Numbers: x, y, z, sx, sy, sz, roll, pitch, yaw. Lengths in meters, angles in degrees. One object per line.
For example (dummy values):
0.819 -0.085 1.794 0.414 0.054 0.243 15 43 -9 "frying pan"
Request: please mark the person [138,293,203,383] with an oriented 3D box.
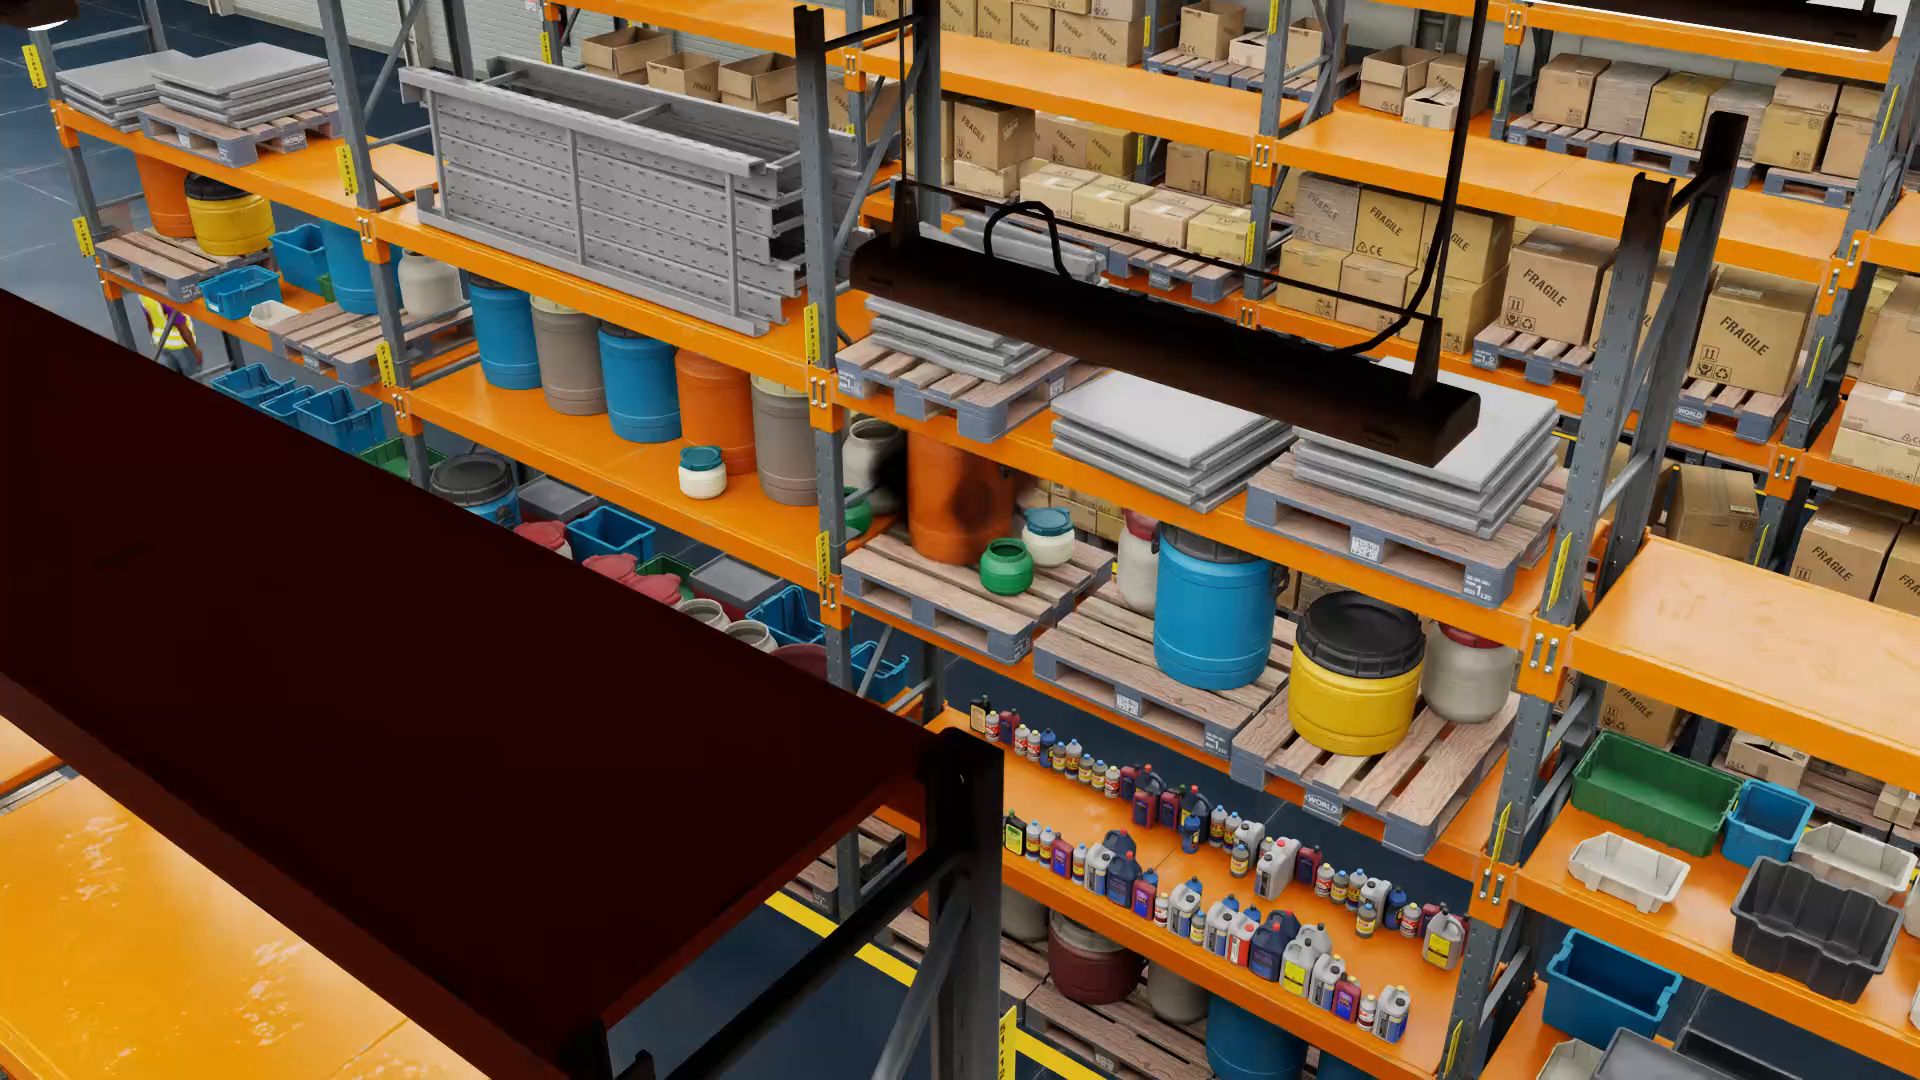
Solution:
-7.953 -1.973 16.823 0.672 1.790 0.366 16 35 25 "person"
